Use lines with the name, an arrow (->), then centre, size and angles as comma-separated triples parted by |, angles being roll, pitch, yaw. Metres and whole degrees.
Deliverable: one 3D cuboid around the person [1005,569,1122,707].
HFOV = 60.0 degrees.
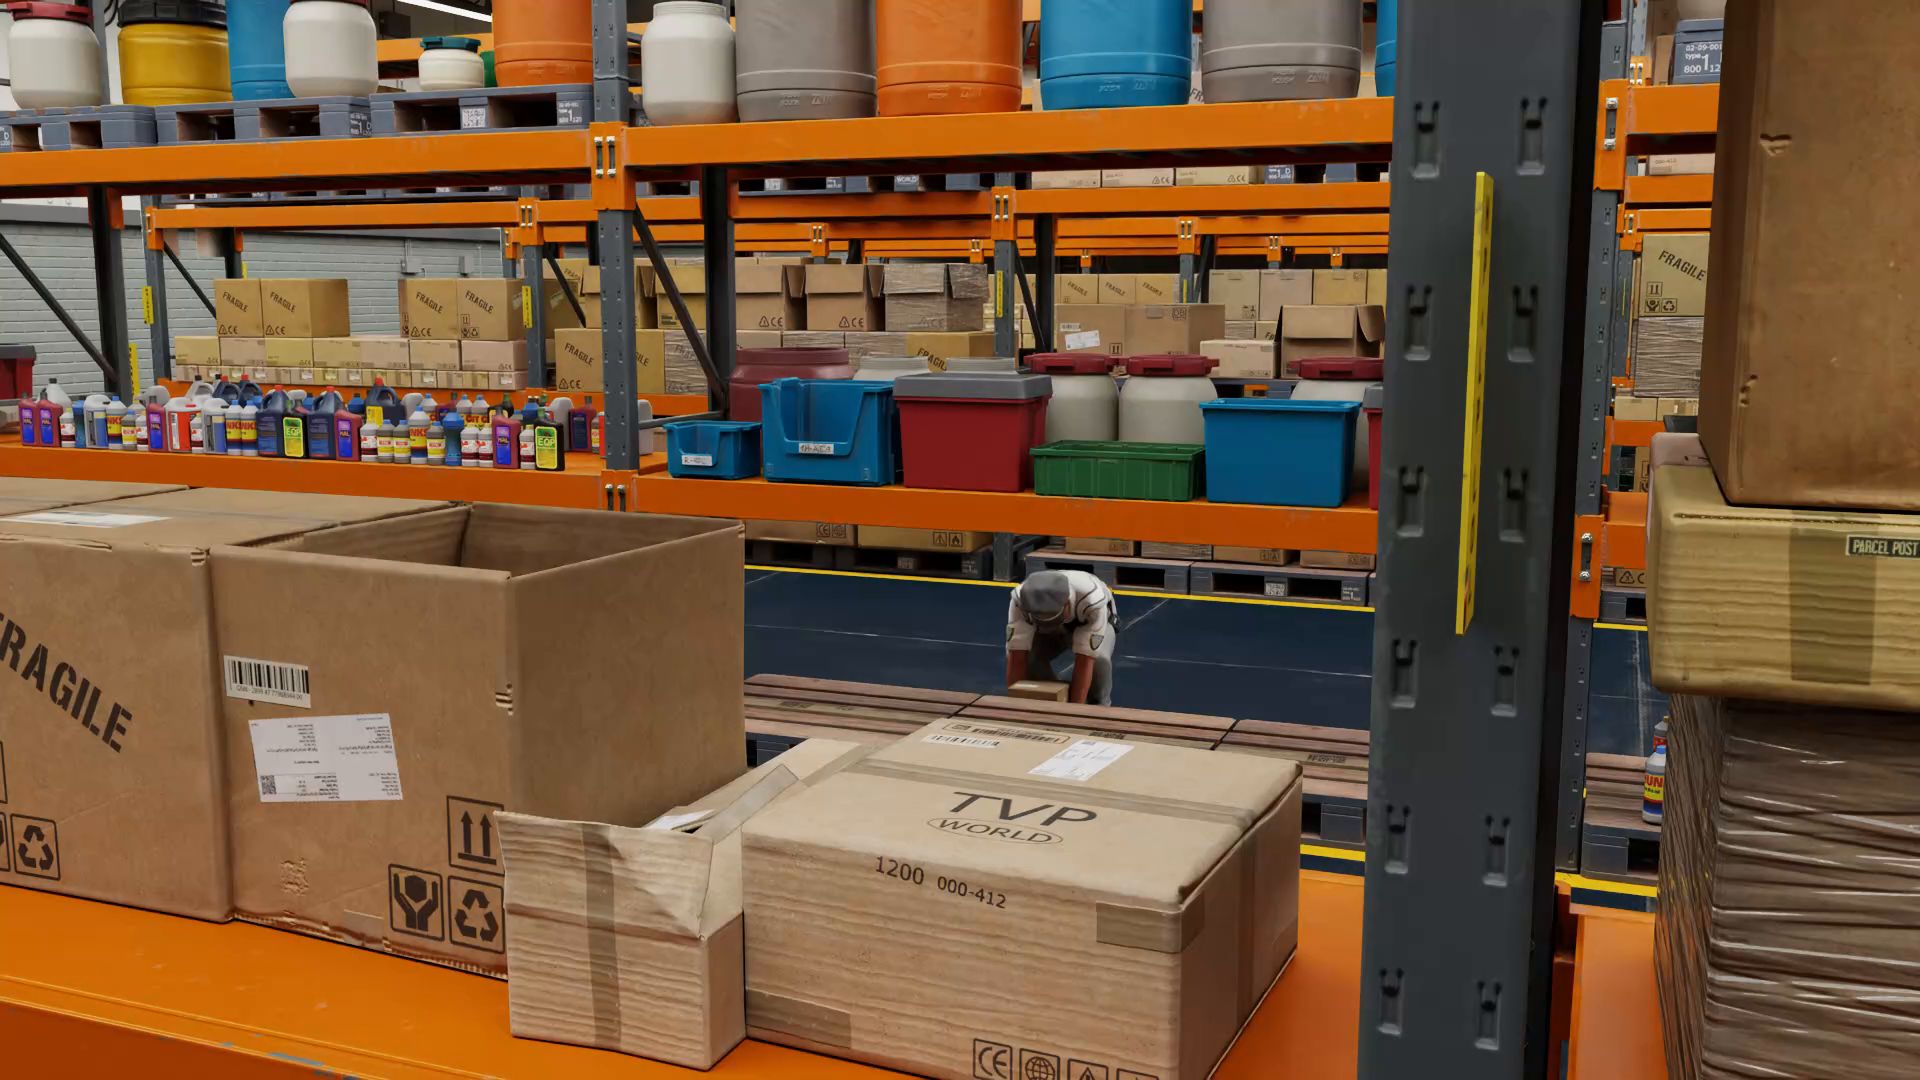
person -> 0.496, 0.523, 8.206 | 0.537, 0.871, 1.001 | 3, 9, 20
